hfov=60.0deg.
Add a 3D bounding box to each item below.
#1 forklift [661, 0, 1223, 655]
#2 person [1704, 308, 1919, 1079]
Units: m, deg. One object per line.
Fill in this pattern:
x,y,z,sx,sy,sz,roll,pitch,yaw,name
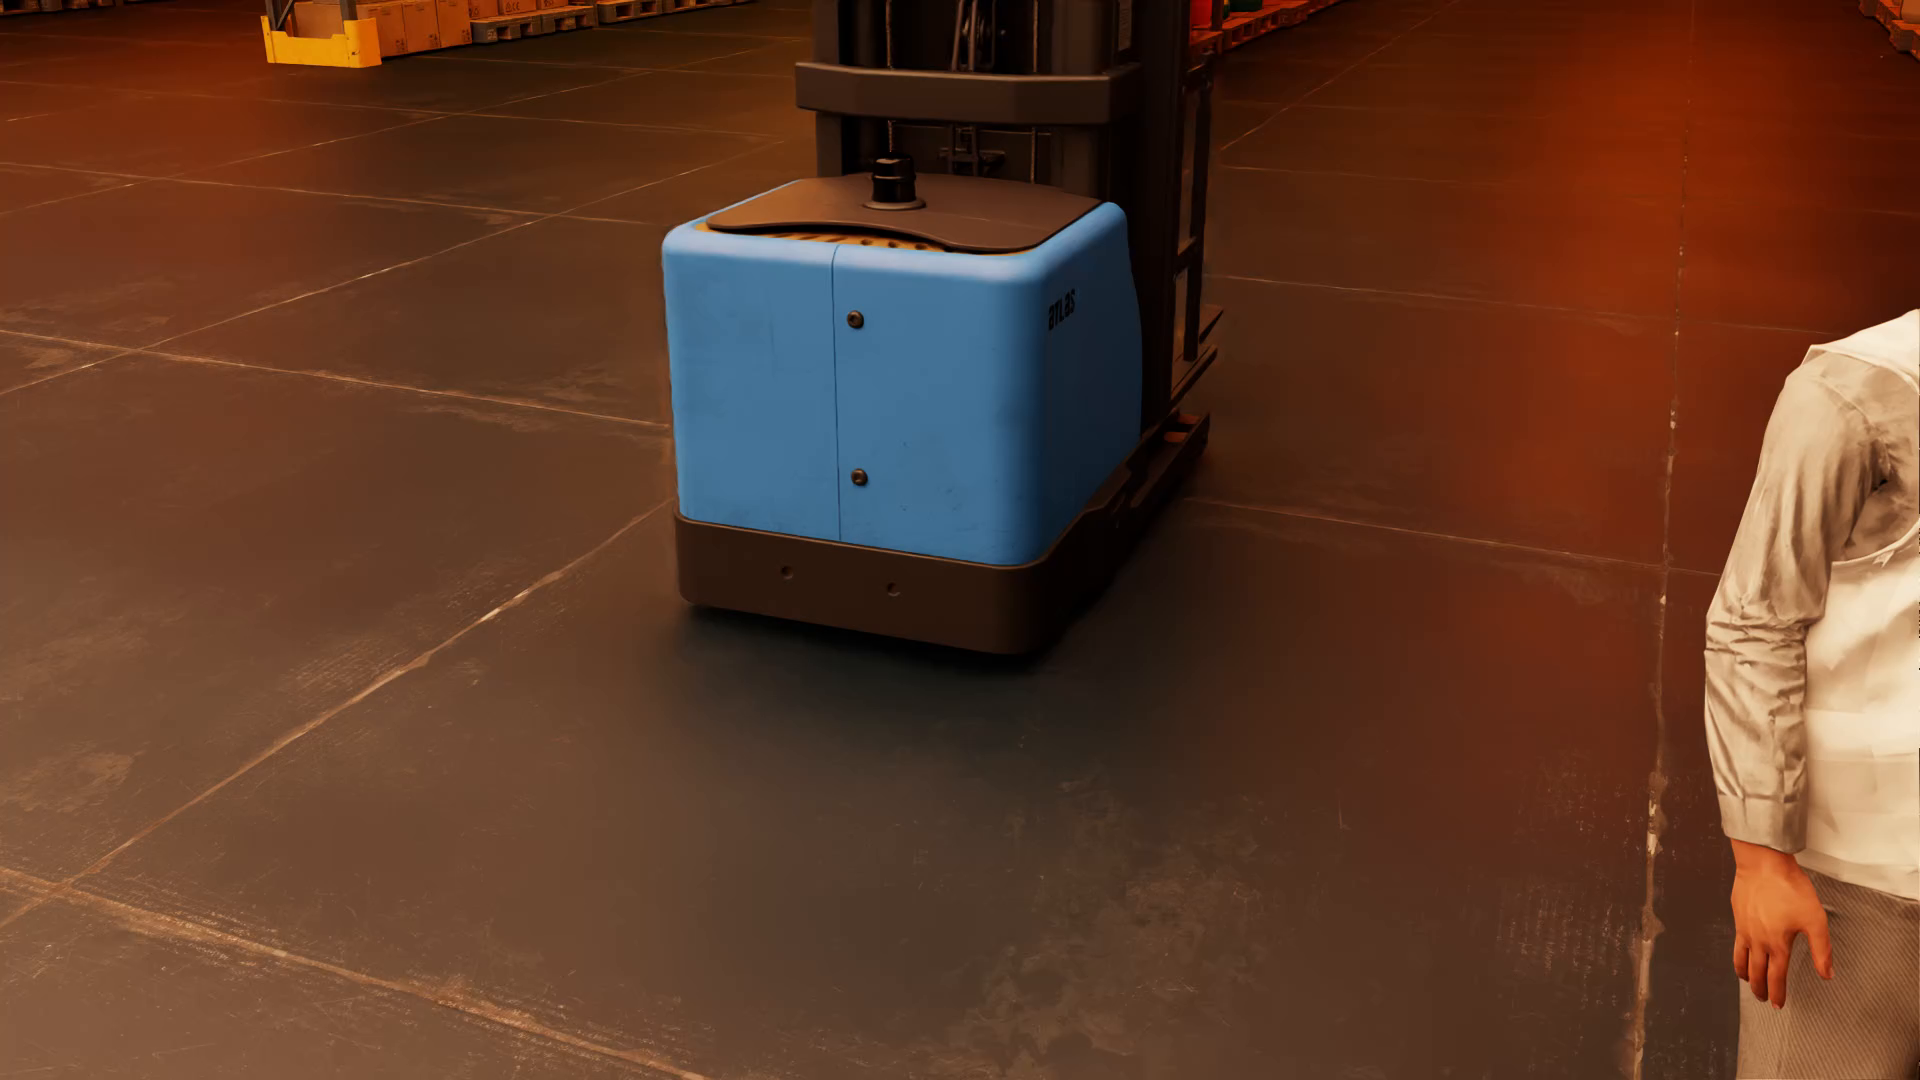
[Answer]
0.222,-1.600,5.121,1.130,2.935,3.031,8,24,19,forklift
1.151,0.373,1.889,0.622,1.777,0.554,-7,24,-17,person
